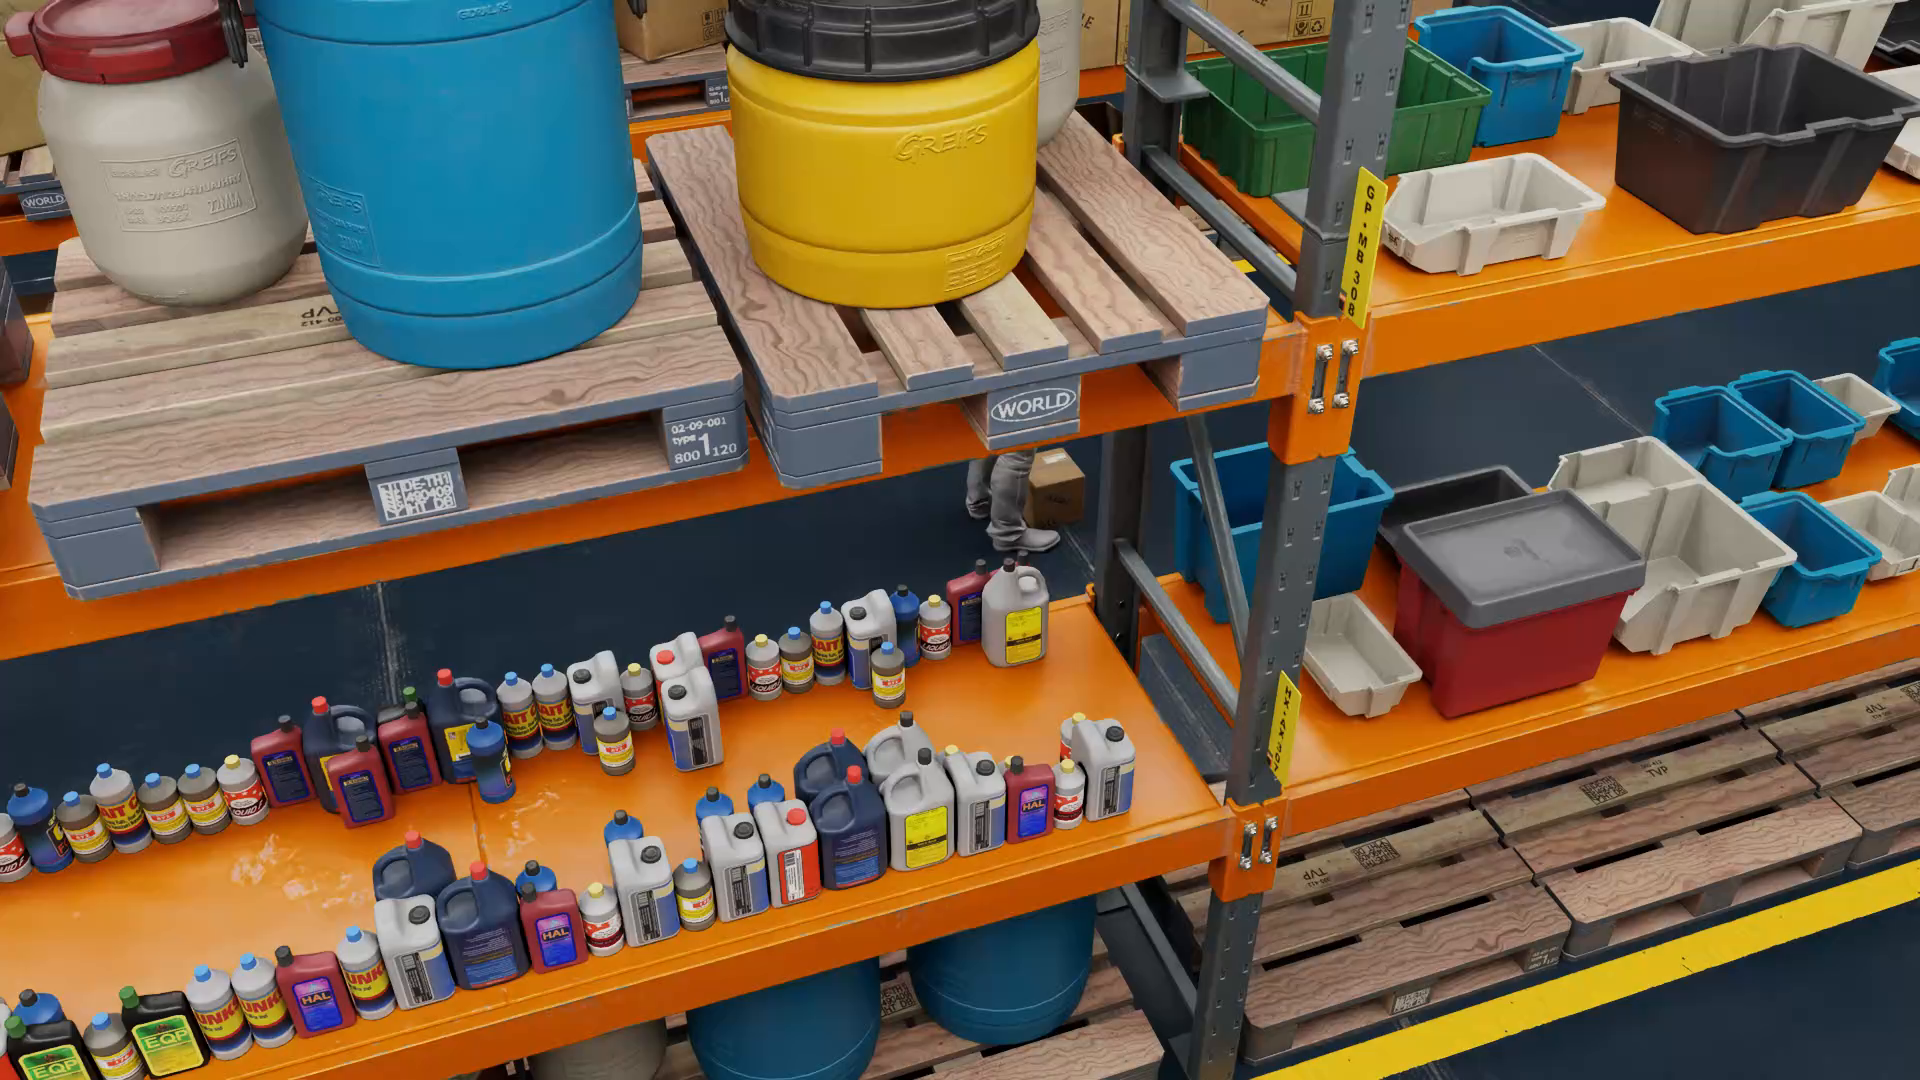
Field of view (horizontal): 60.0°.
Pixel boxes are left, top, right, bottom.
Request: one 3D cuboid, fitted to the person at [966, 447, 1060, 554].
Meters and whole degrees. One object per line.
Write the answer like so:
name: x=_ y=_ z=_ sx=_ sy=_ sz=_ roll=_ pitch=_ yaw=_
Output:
person: x=0.196 y=-0.781 z=7.155 sx=0.460 sy=1.759 sz=0.629 roll=-15 pitch=40 yaw=-18
